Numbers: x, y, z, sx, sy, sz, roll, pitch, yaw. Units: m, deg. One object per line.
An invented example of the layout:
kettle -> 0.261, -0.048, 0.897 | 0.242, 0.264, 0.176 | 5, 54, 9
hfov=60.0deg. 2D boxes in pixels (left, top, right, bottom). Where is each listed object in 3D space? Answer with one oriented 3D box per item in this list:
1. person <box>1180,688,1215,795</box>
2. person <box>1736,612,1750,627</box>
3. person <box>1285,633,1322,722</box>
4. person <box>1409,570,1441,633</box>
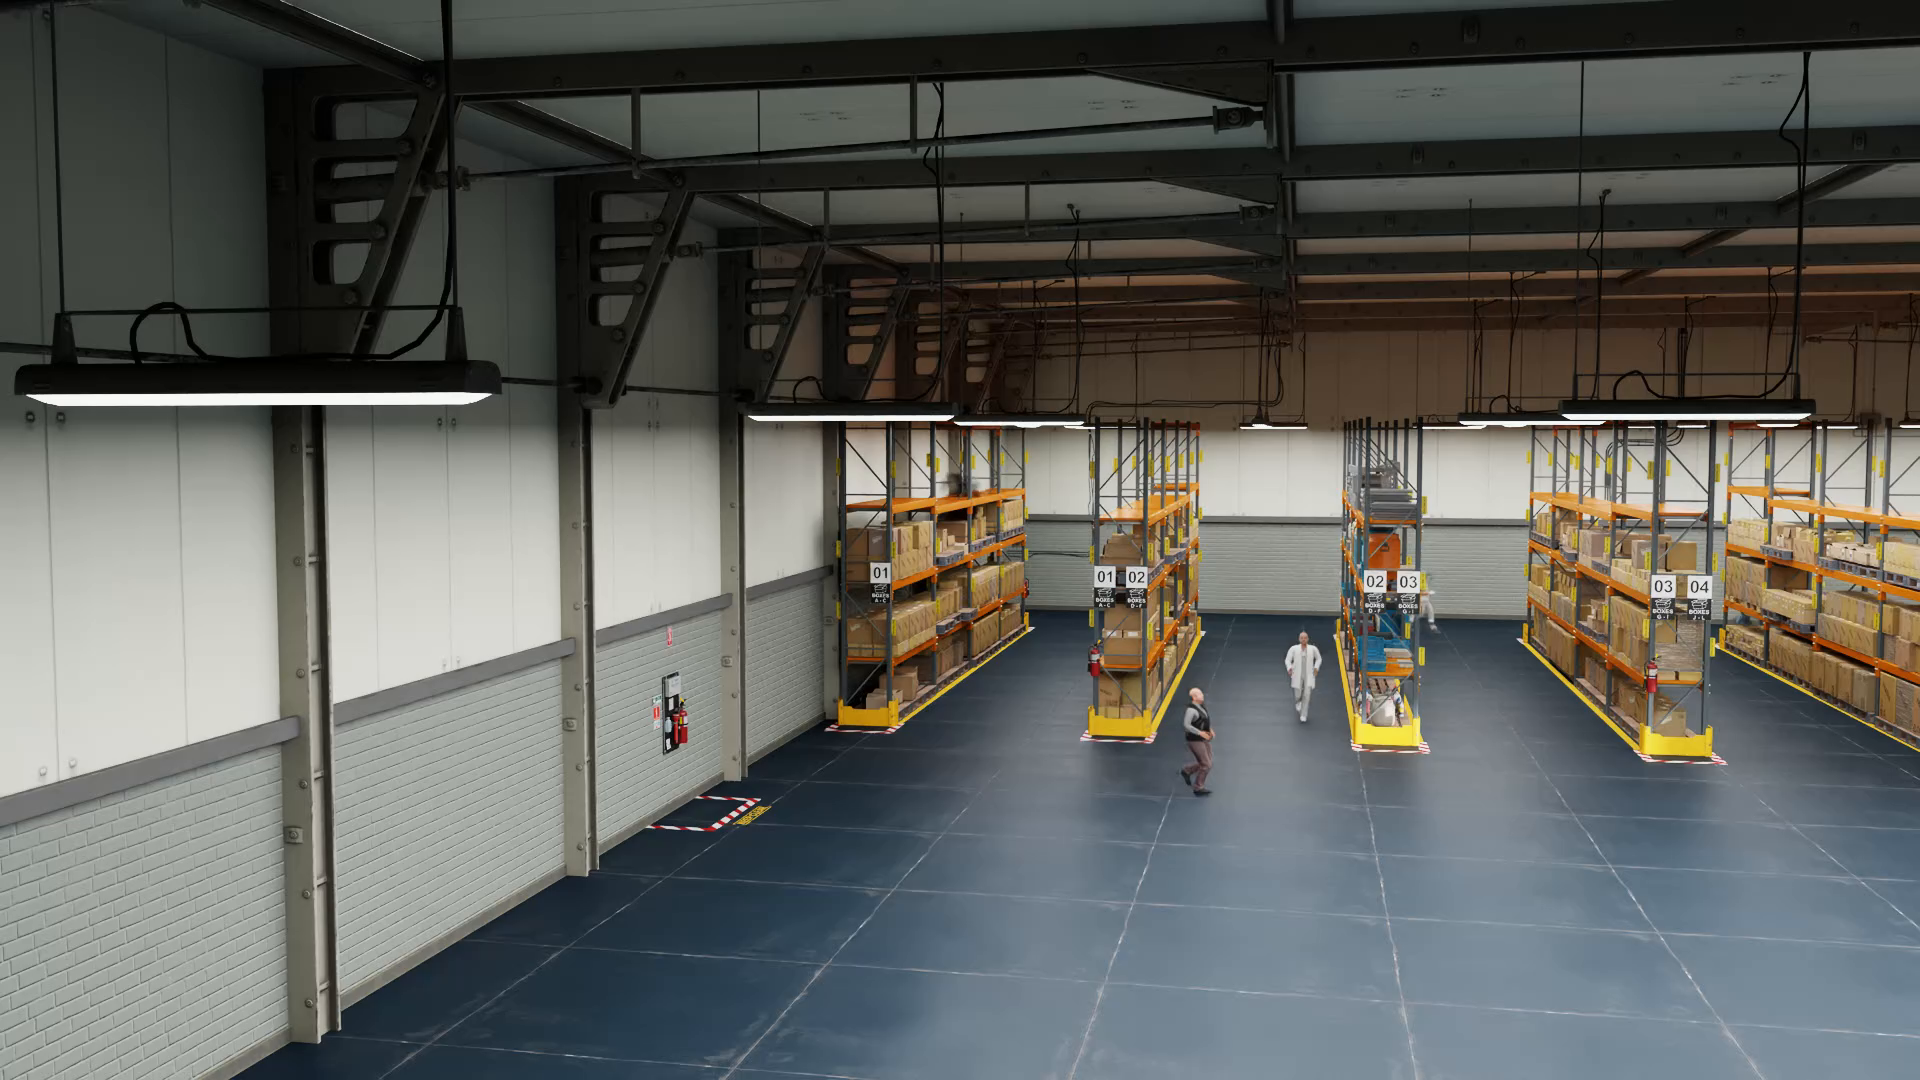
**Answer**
person -> 3.743, 3.177, 26.308 | 0.611, 1.672, 0.657 | 2, 4, 28
person -> 21.325, 1.921, 45.127 | 0.578, 1.767, 0.765 | 0, 4, 7
person -> 6.842, 2.707, 33.109 | 0.723, 1.739, 0.799 | 1, 4, 10
person -> 13.185, 1.754, 47.261 | 0.981, 1.786, 0.668 | 1, 4, 21
